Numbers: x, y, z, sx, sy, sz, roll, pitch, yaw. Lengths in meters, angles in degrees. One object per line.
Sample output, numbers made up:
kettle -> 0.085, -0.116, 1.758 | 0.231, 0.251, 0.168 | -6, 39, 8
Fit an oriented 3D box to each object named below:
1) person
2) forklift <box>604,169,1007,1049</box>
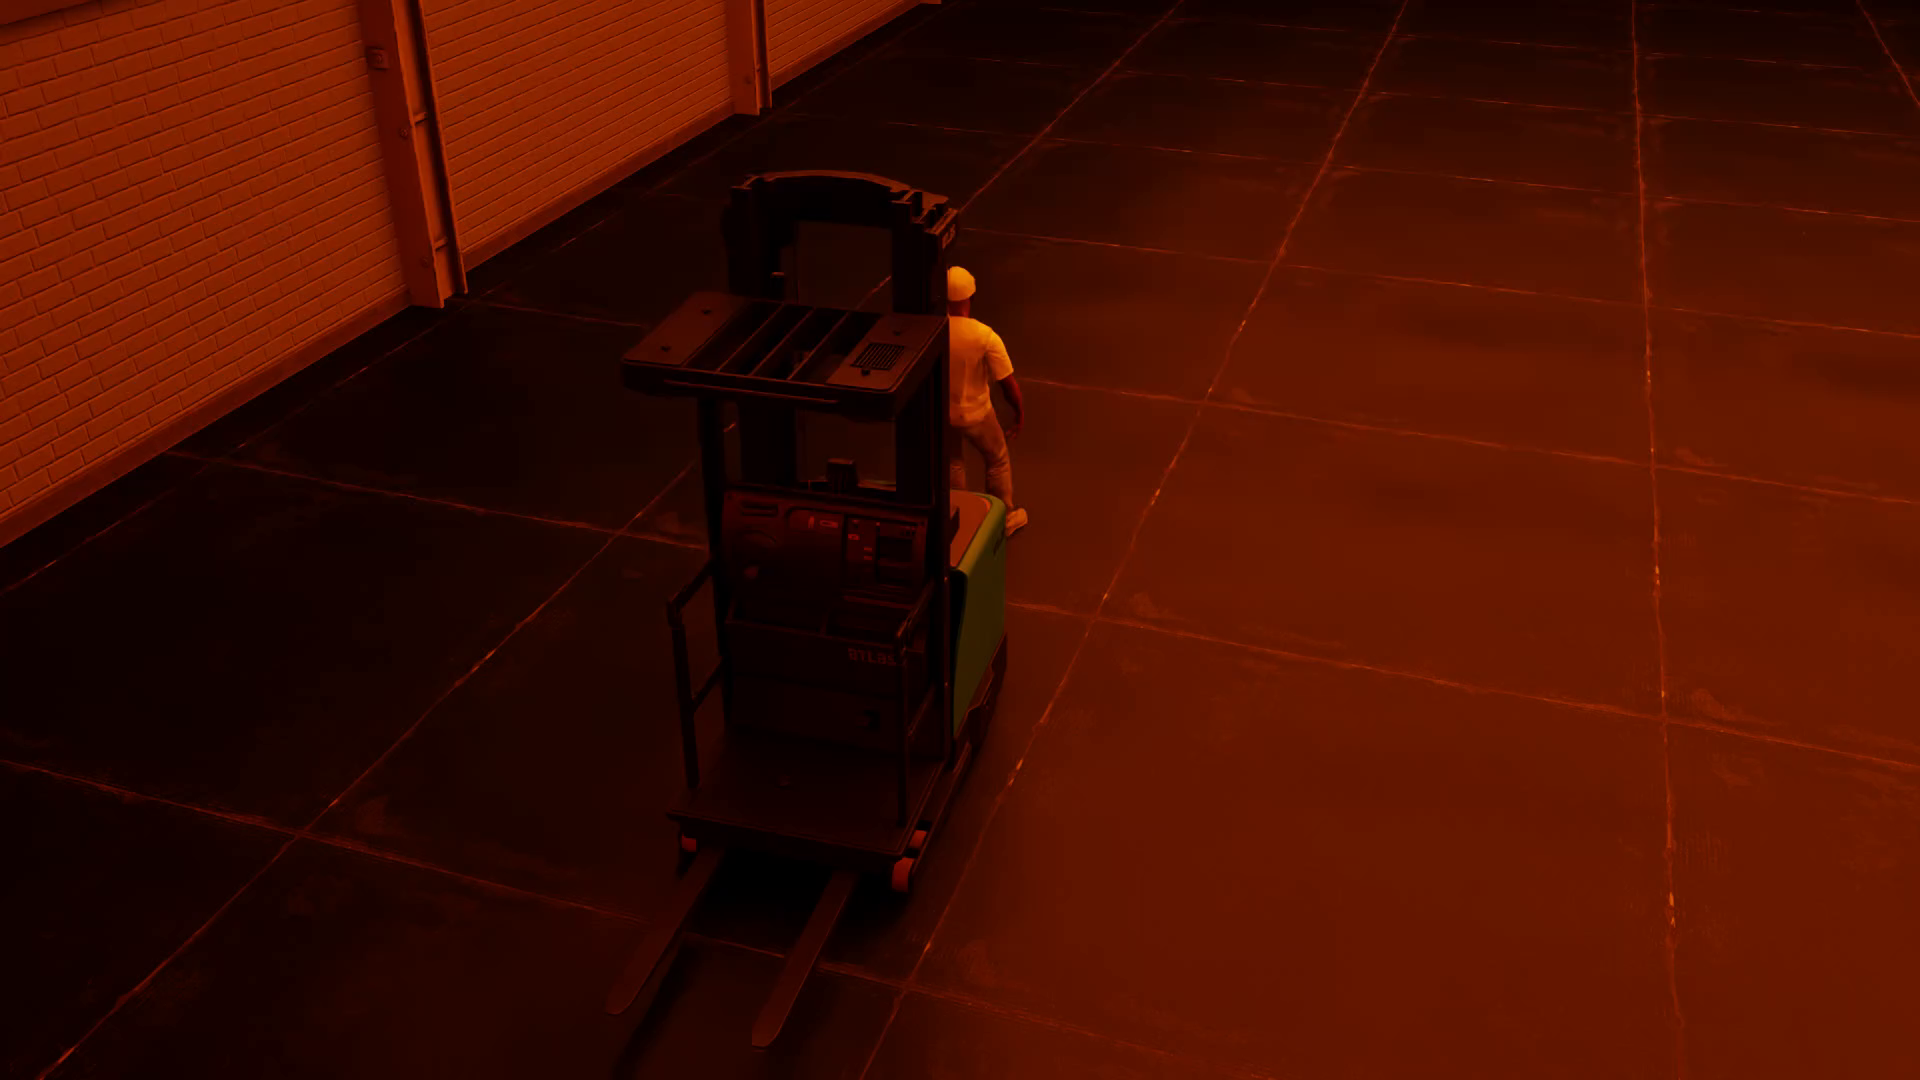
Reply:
person -> 0.044, -0.809, 9.779 | 0.724, 1.740, 0.581 | 10, 31, 18
forklift -> -0.646, 0.074, 7.007 | 1.130, 2.935, 3.031 | 8, 31, 14
